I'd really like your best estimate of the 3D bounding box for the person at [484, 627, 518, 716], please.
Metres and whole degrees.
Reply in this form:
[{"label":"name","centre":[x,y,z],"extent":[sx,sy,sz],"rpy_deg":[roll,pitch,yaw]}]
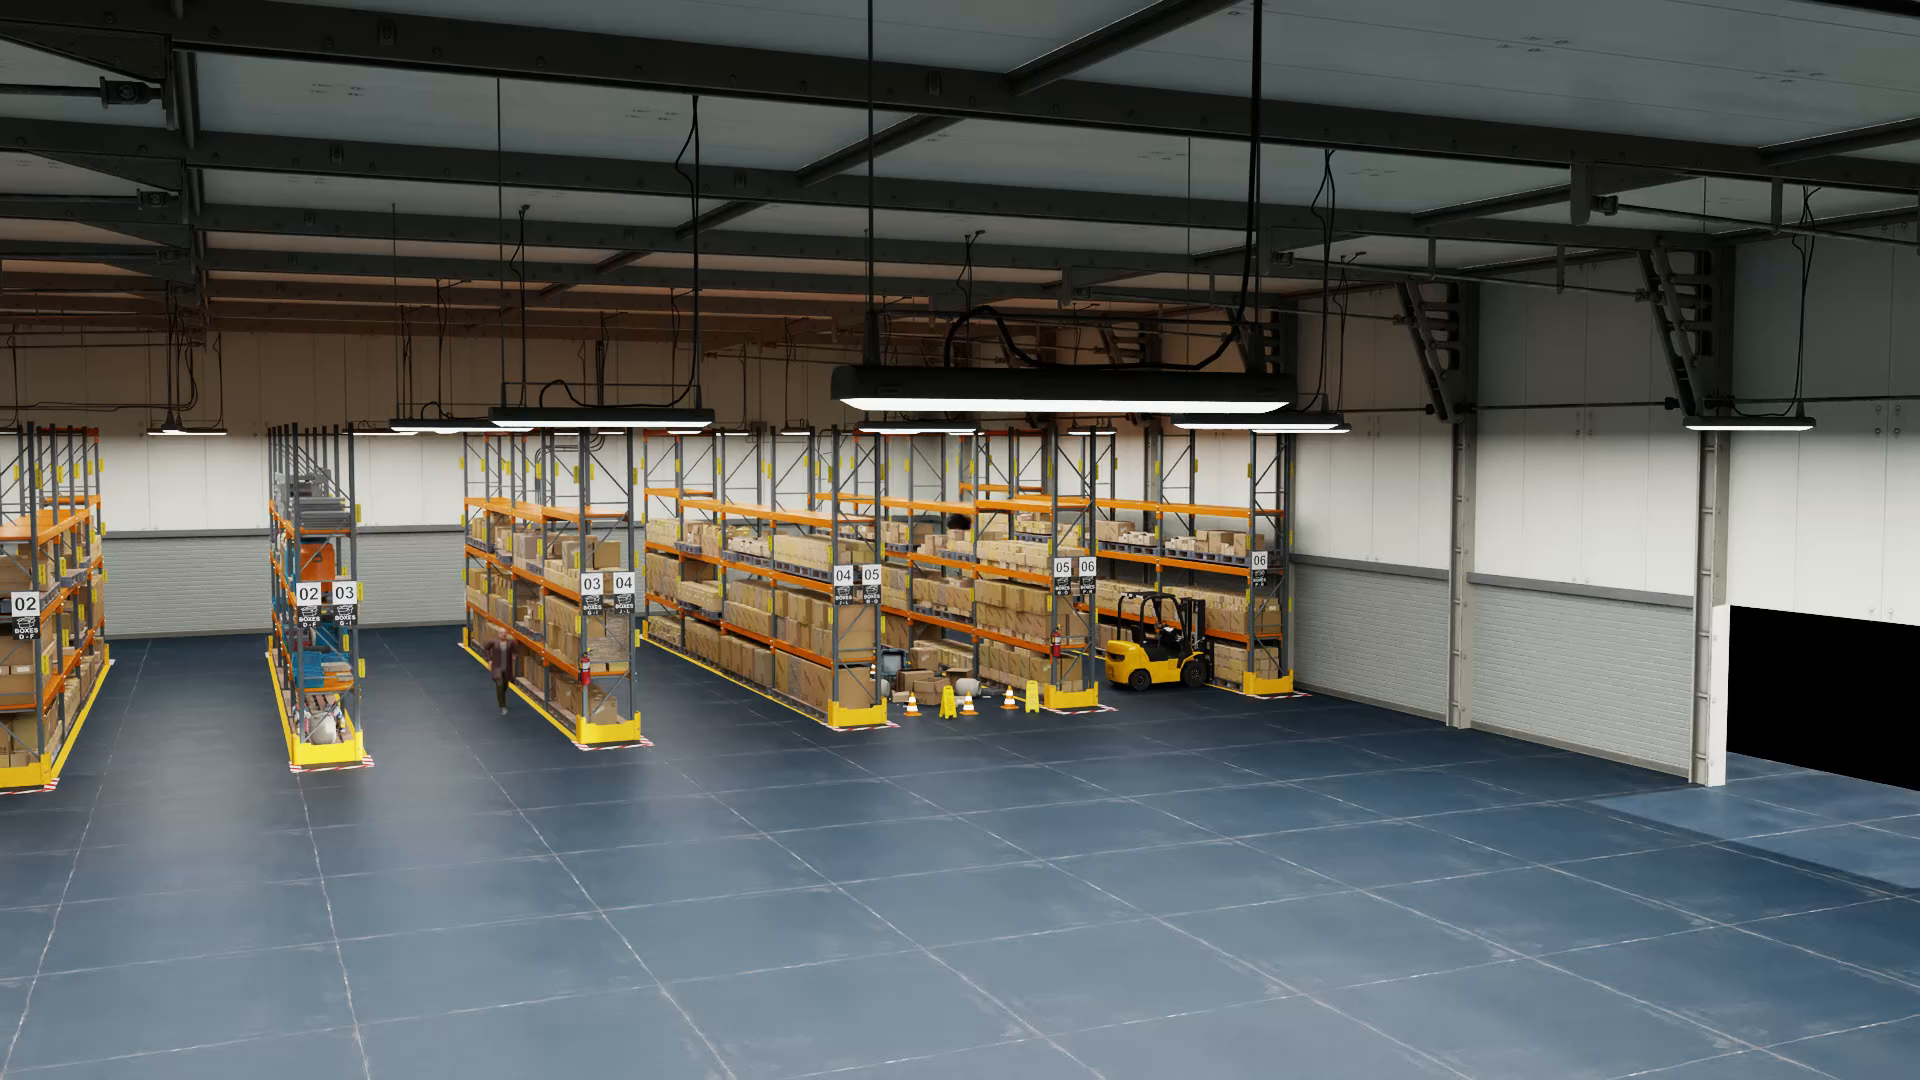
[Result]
[{"label":"person","centre":[-9.584,2.709,34.781],"extent":[0.662,1.792,1.050],"rpy_deg":[-2,4,-29]}]
